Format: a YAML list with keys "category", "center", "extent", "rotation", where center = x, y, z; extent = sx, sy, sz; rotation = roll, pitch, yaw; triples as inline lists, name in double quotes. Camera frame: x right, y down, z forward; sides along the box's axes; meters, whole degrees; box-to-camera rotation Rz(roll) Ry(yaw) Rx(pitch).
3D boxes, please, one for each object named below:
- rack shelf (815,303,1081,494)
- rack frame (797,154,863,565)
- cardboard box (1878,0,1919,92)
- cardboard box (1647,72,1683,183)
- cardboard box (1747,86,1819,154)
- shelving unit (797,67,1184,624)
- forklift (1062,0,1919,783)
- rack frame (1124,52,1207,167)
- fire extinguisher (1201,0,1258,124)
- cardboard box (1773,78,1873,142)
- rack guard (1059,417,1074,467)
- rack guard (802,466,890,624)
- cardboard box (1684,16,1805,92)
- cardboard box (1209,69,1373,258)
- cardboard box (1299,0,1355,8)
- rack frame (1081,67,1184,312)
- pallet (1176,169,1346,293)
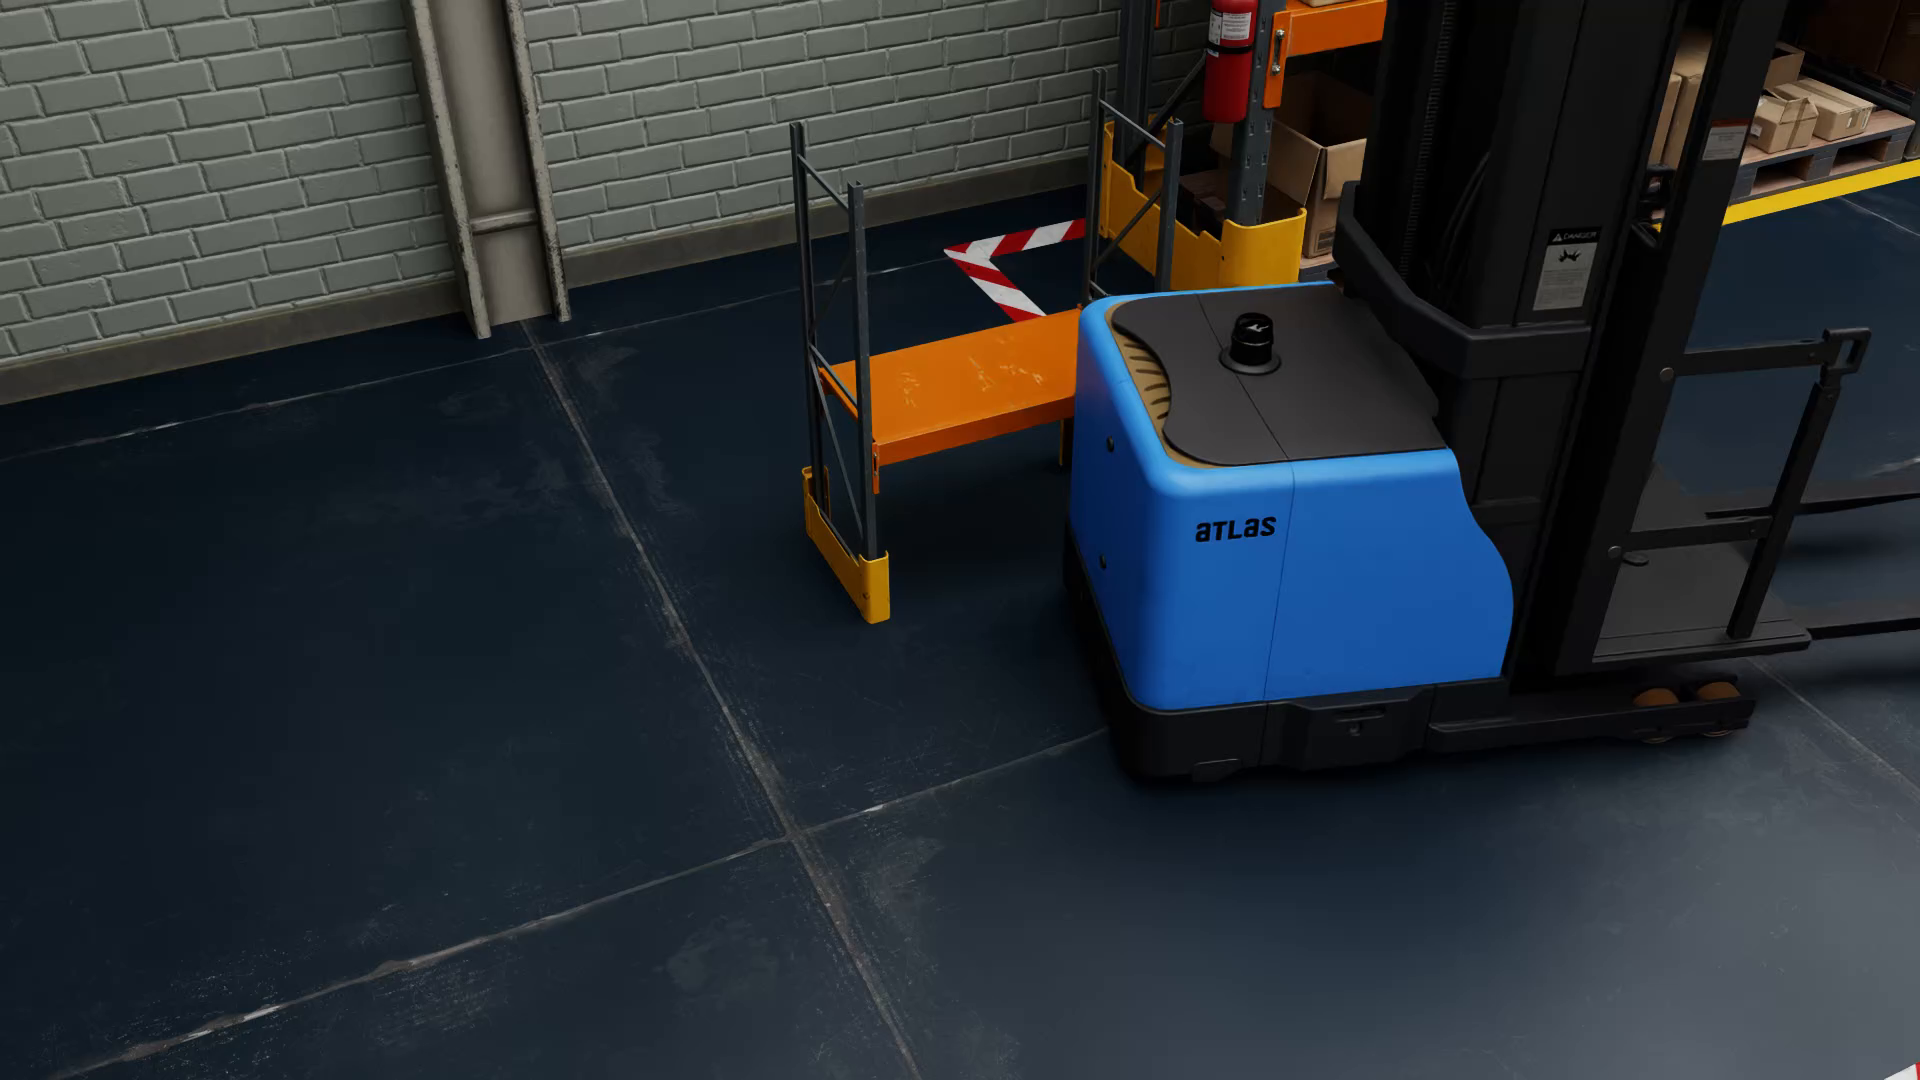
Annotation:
- category: "rack shelf"
  center: [0.077, -0.480, 5.439]
  extent: [1.000, 0.185, 0.538]
  rotation: [-16, 39, -20]
- category: "rack frame"
  center: [-0.384, -0.496, 5.160]
  extent: [0.013, 1.308, 0.475]
  rotation: [-16, 39, -20]
- category: "cardboard box"
  center: [5.100, -2.541, 8.403]
  extent: [0.500, 0.500, 0.500]
  rotation: [-14, 39, -18]
- category: "cardboard box"
  center: [2.851, -1.906, 7.548]
  extent: [0.500, 0.500, 0.500]
  rotation: [-15, 39, -19]
- category: "cardboard box"
  center: [3.864, -2.056, 7.946]
  extent: [0.258, 0.266, 0.396]
  rotation: [-14, 39, -18]
- category: "shelving unit"
  center: [0.069, -0.622, 5.329]
  extent: [1.083, 1.500, 0.587]
  rotation: [-16, 39, -20]
- category: "forklift"
  center: [1.899, -0.881, 4.478]
  extent: [3.031, 2.935, 1.130]
  rotation: [-5, 37, -7]
- category: "rack frame"
  center: [0.947, -2.361, 6.415]
  extent: [0.053, 2.616, 0.949]
  rotation: [-16, 39, -20]
- category: "fire extinguisher"
  center: [1.009, -1.895, 6.165]
  extent: [0.183, 0.674, 0.296]
  rotation: [-16, 39, -20]
- category: "cardboard box"
  center: [4.187, -2.099, 8.103]
  extent: [0.250, 0.149, 0.380]
  rotation: [-17, 40, -21]
- category: "rack guard"
  center: [0.520, -0.246, 5.871]
  extent: [0.087, 0.250, 0.587]
  rotation: [-16, 39, -20]
- category: "rack guard"
  center: [-0.382, 0.006, 5.532]
  extent: [0.087, 0.250, 0.587]
  rotation: [-16, 39, -20]
- category: "cardboard box"
  center: [3.868, -2.424, 8.404]
  extent: [0.500, 0.311, 0.500]
  rotation: [-14, 39, -18]
- category: "cardboard box"
  center: [1.539, -1.632, 7.175]
  extent: [0.637, 0.503, 0.797]
  rotation: [-17, 40, -22]
- category: "cardboard box"
  center: [1.360, -2.197, 6.405]
  extent: [0.250, 0.149, 0.380]
  rotation: [-16, 39, -20]
- category: "rack frame"
  center: [0.537, -0.753, 5.506]
  extent: [0.032, 1.500, 0.500]
  rotation: [-16, 39, -20]
- category: "pallet"
  center: [1.736, -1.464, 7.547]
  extent: [1.213, 0.211, 1.003]
  rotation: [-16, 39, -20]
